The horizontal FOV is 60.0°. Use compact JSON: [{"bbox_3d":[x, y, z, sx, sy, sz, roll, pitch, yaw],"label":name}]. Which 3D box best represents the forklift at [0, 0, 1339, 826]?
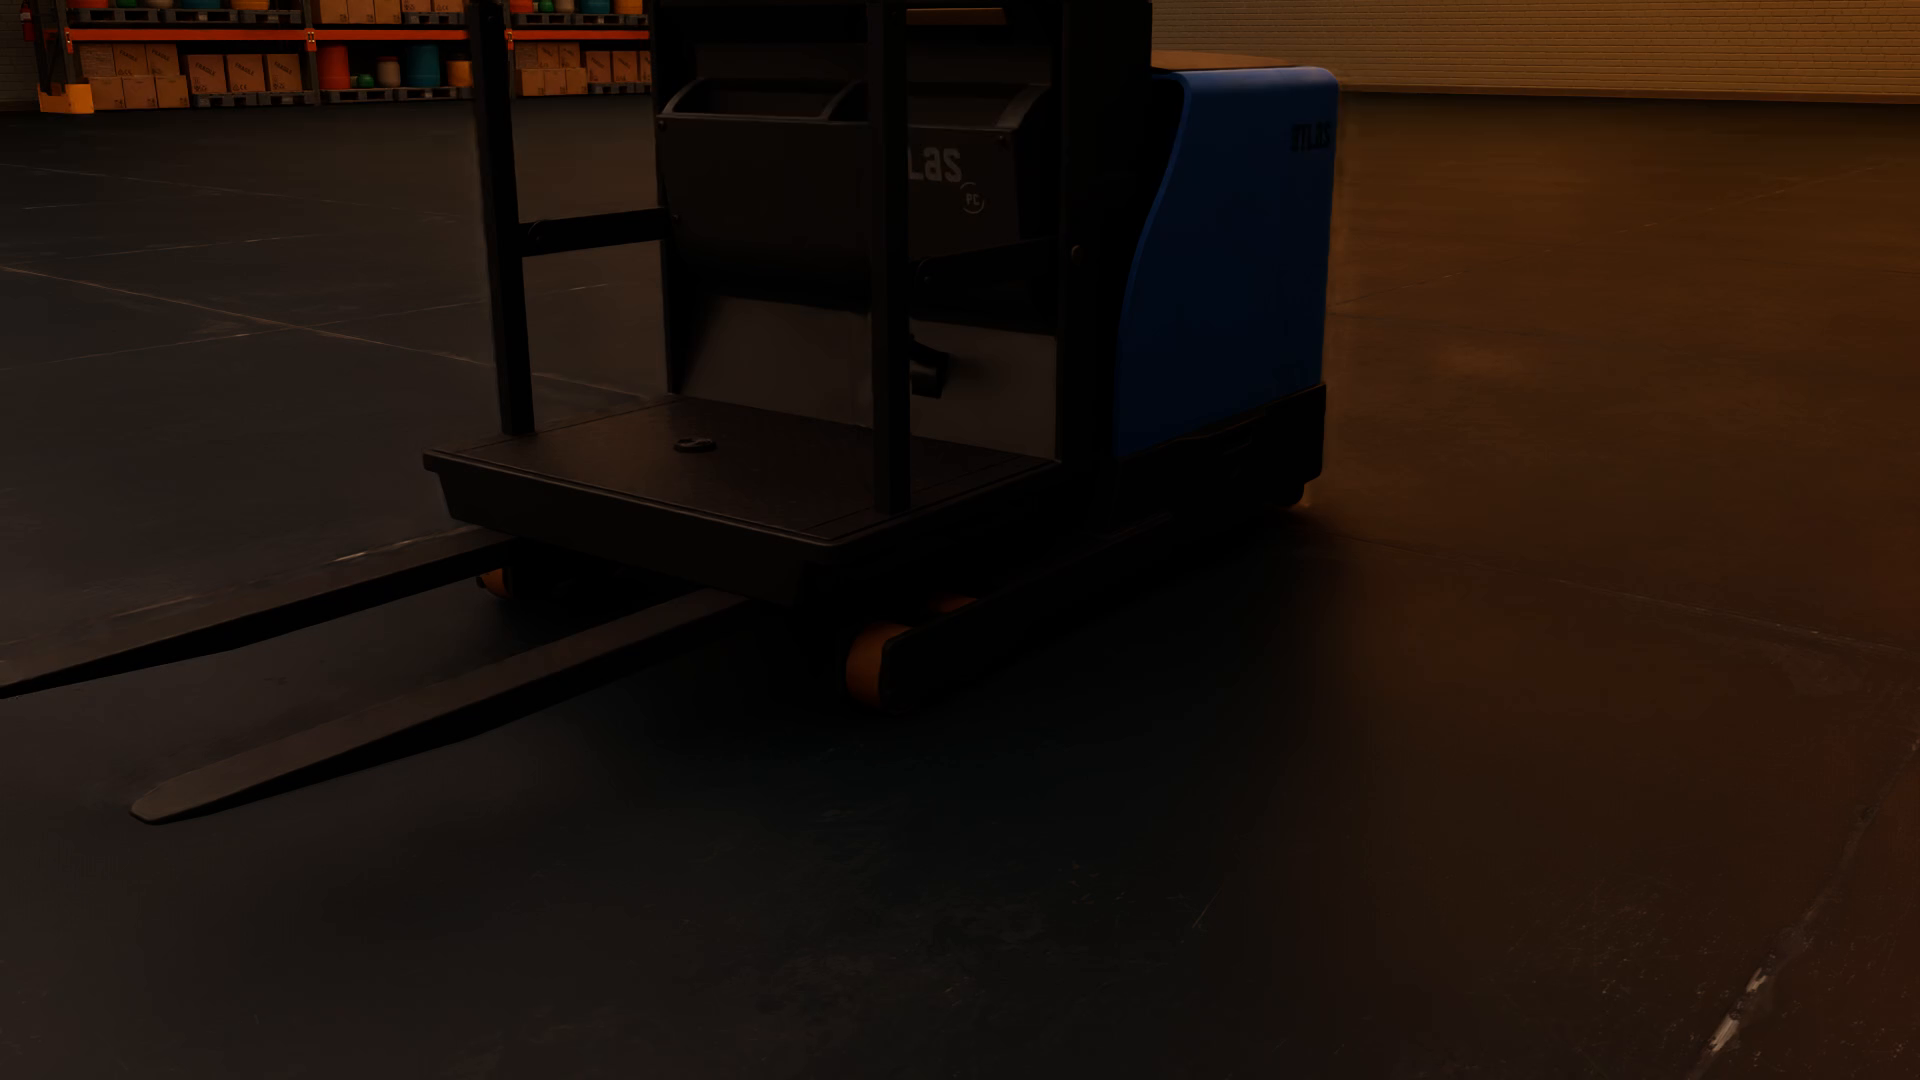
[{"bbox_3d":[-0.356,-1.254,3.028,1.130,2.935,3.031,12,21,35],"label":"forklift"}]
